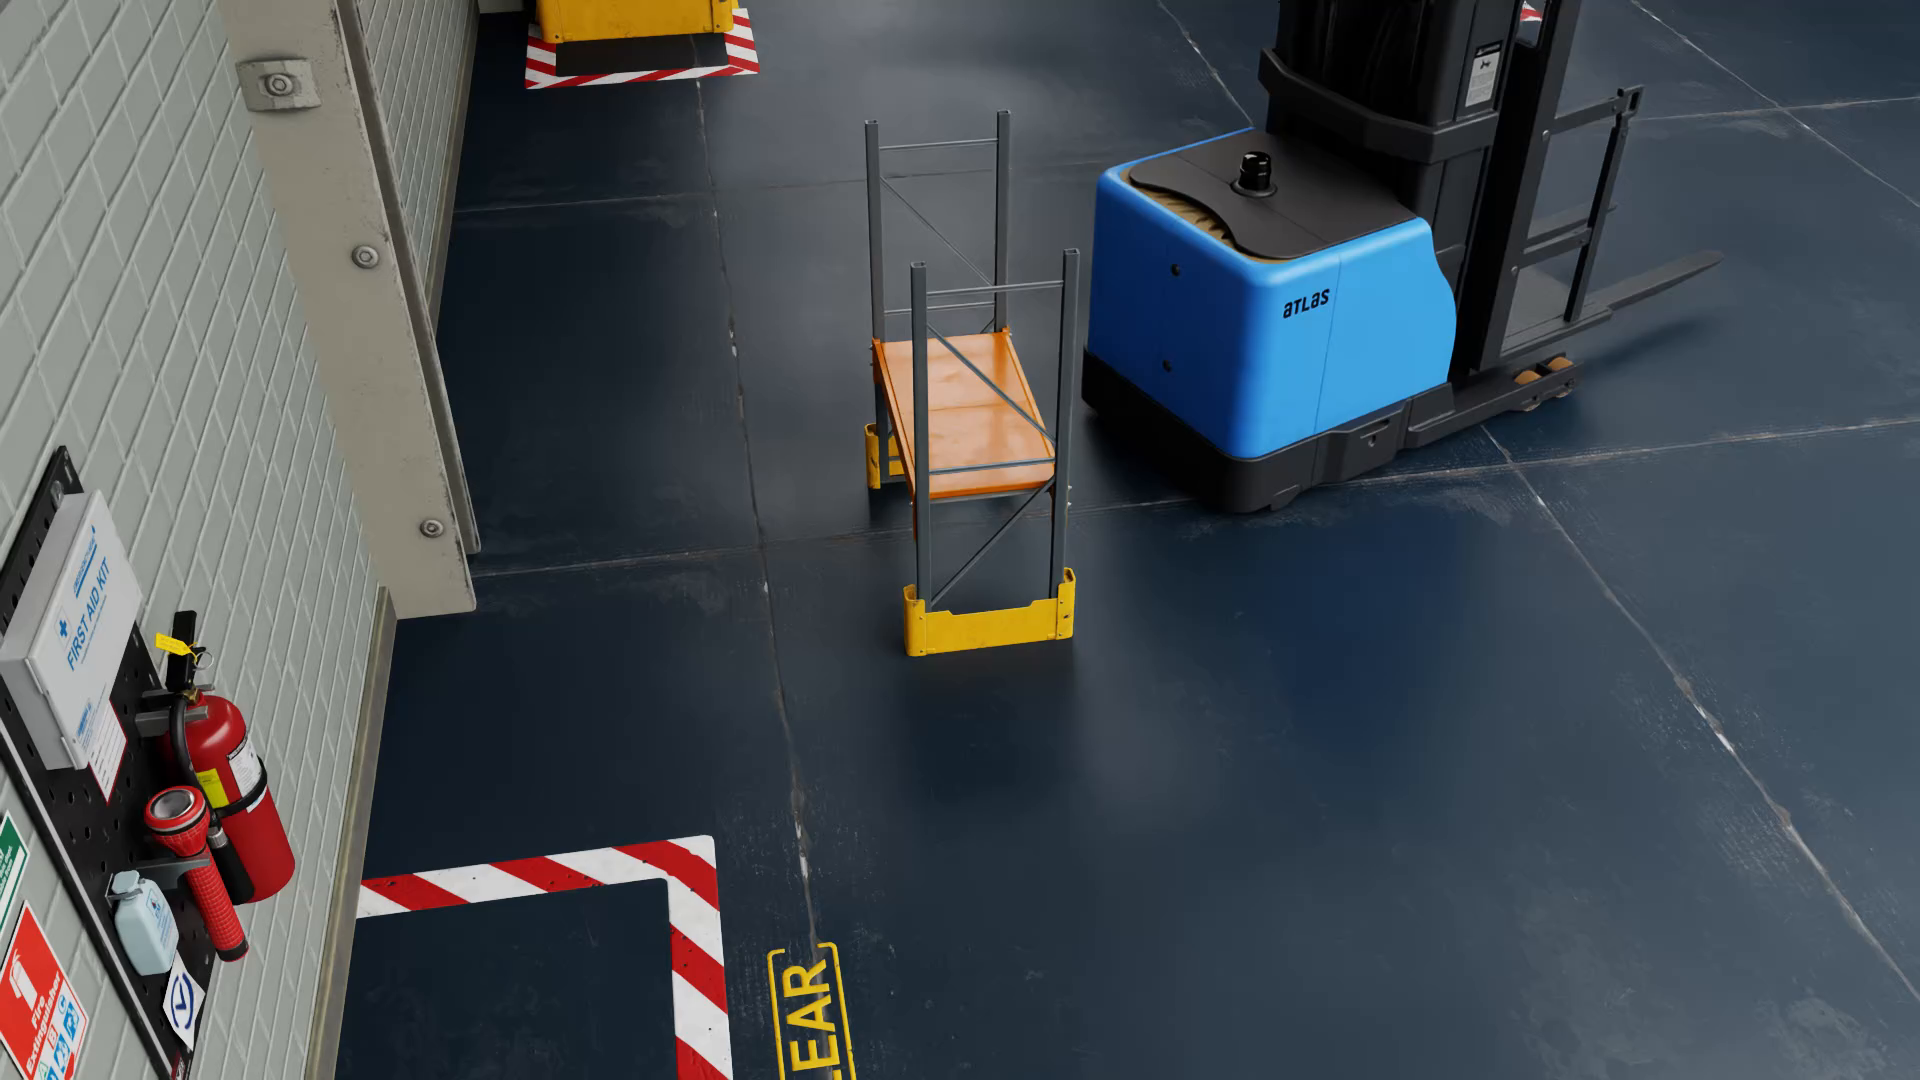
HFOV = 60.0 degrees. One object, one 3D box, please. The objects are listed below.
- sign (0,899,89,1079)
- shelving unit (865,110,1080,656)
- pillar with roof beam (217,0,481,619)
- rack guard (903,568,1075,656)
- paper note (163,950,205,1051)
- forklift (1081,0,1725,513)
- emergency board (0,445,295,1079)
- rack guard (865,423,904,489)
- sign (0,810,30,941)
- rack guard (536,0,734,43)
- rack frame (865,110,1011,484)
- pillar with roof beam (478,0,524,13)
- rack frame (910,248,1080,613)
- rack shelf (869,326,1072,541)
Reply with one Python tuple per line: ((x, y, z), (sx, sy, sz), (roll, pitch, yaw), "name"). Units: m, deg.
((-1.523, 0.791, 2.757), (0.001, 0.329, 0.234), (-6, 38, -8), "sign")
((0.013, -0.546, 5.731), (0.587, 1.500, 1.083), (-6, 38, -8), "shelving unit")
((2.324, -3.868, 3.895), (9.100, 9.000, 0.400), (-6, 38, -8), "pillar with roof beam")
((0.101, 0.248, 5.727), (0.587, 0.250, 0.087), (-6, 38, -8), "rack guard")
((-1.555, 0.923, 3.336), (0.016, 0.148, 0.142), (-6, 38, -8), "paper note")
((2.022, -1.947, 6.368), (3.031, 2.935, 1.130), (-21, 43, -25), "forklift")
((-1.518, 0.460, 3.212), (0.194, 1.169, 0.643), (-6, 38, -8), "emergency board")
((-0.074, -0.353, 6.501), (0.587, 0.250, 0.087), (-6, 38, -8), "rack guard")
((-1.515, 0.578, 2.600), (0.001, 0.109, 0.331), (-6, 38, -8), "sign")
((-2.005, -3.389, 10.205), (1.175, 0.500, 0.348), (-6, 38, -8), "rack guard")
((-0.074, -0.848, 6.119), (0.500, 1.500, 0.032), (-6, 38, -8), "rack frame")
((1.273, -7.493, 8.559), (9.100, 9.000, 0.400), (-6, 38, -8), "pillar with roof beam")
((0.104, -0.234, 5.328), (0.500, 1.500, 0.032), (-6, 38, -8), "rack frame")
((0.015, -0.399, 5.834), (0.538, 0.185, 1.000), (-6, 38, -8), "rack shelf")
